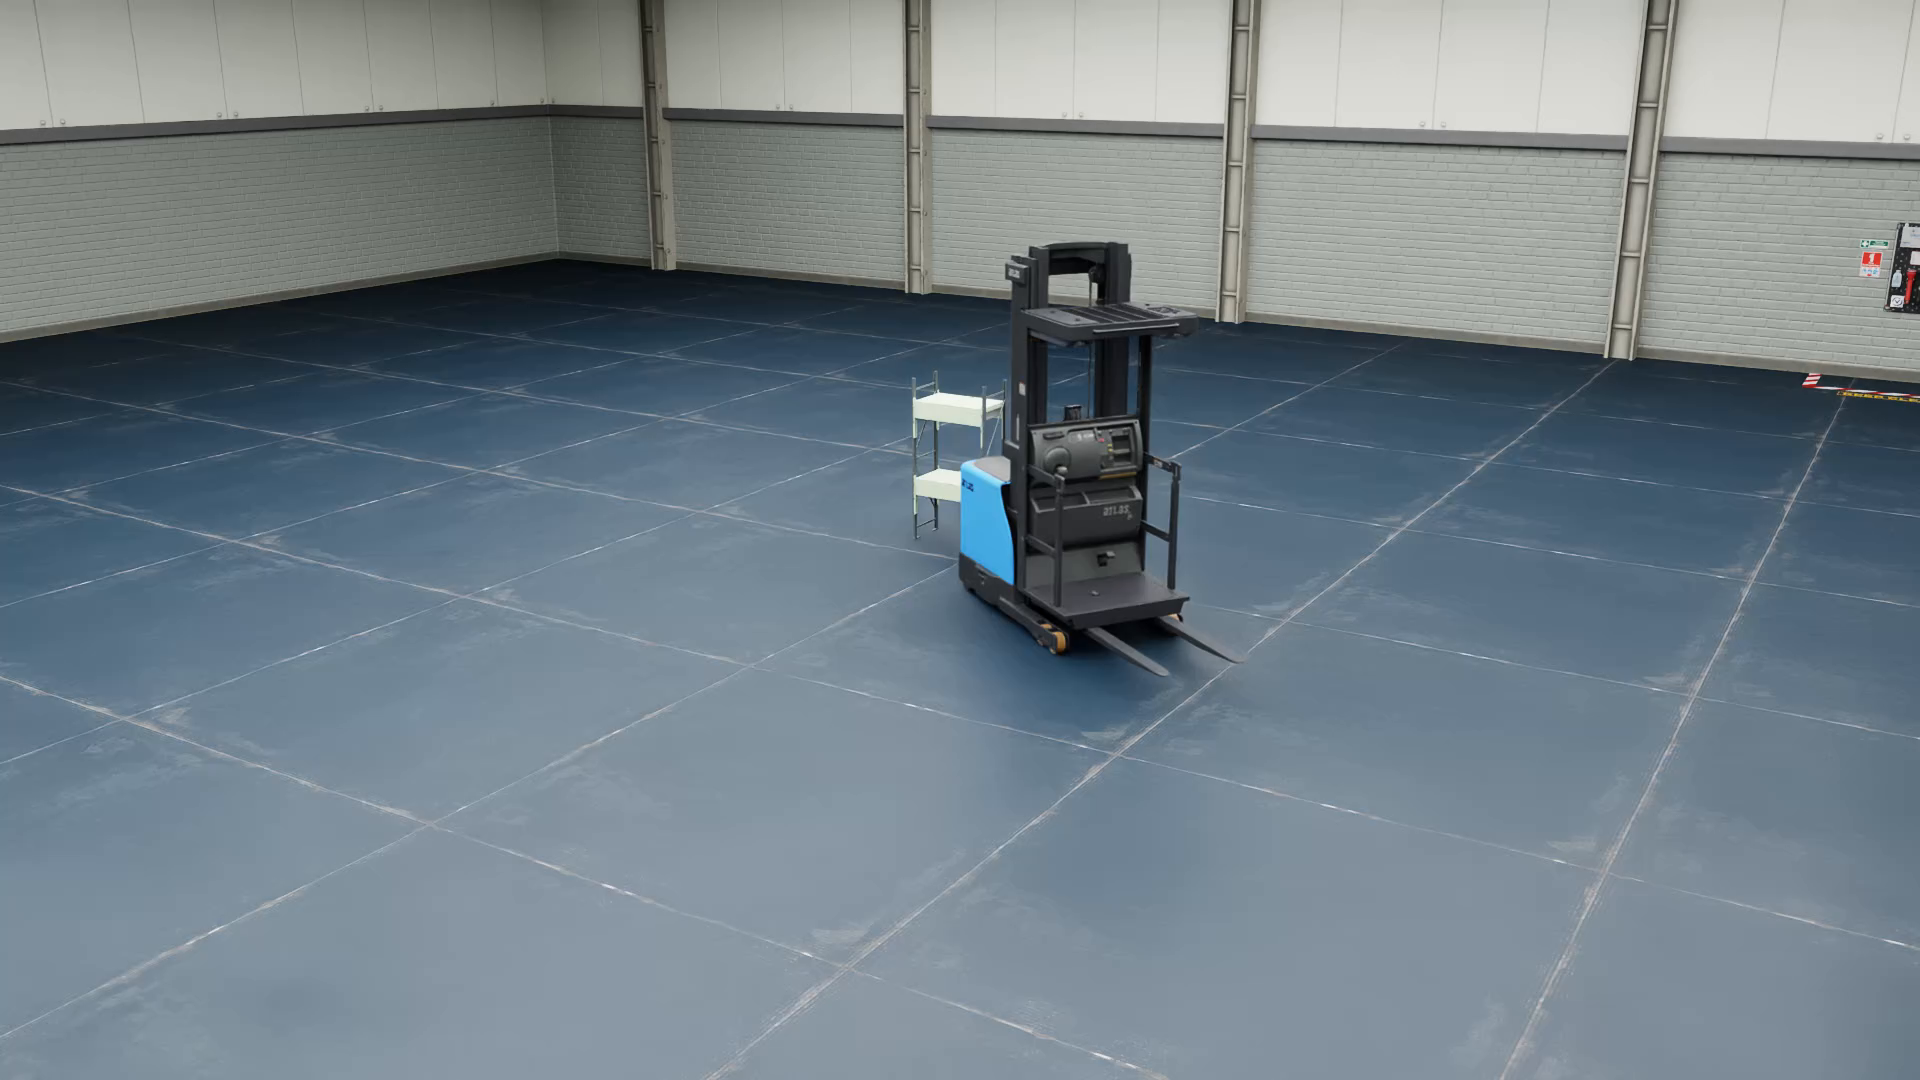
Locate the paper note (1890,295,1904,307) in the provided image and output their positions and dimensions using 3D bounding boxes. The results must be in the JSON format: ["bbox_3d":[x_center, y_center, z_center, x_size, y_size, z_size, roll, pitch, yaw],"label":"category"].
[{"bbox_3d":[12.398,-3.156,21.995,0.142,0.148,0.016,10,20,30],"label":"paper note"}]

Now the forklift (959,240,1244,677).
[{"bbox_3d":[1.063,-0.695,12.495,1.130,2.935,3.031,-8,18,-24],"label":"forklift"}]

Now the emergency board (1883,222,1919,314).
[{"bbox_3d":[12.513,-3.534,21.722,0.643,1.169,0.194,10,20,30],"label":"emergency board"}]

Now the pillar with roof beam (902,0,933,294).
[{"bbox_3d":[-2.993,-7.690,25.085,0.400,9.000,9.100,10,20,30],"label":"pillar with roof beam"}]

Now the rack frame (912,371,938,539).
[{"bbox_3d":[-0.318,-0.774,15.219,0.023,1.500,0.400,10,20,30],"label":"rack frame"}]

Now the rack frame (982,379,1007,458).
[{"bbox_3d":[0.306,-0.663,14.852,0.023,1.500,0.400,10,20,30],"label":"rack frame"}]

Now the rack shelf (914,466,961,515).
[{"bbox_3d":[-0.006,-0.407,15.130,0.720,0.370,0.431,10,20,30],"label":"rack shelf"}]

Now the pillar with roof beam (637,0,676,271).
[{"bbox_3d":[-8.106,-8.603,28.089,0.400,9.000,9.100,10,20,30],"label":"pillar with roof beam"}]

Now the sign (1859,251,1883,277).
[{"bbox_3d":[12.095,-3.660,22.078,0.234,0.329,0.001,10,20,30],"label":"sign"}]

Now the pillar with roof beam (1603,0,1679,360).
[{"bbox_3d":[7.233,-5.865,19.076,0.400,9.000,9.100,10,20,30],"label":"pillar with roof beam"}]

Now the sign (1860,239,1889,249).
[{"bbox_3d":[12.095,-3.911,21.991,0.331,0.109,0.001,10,20,30],"label":"sign"}]

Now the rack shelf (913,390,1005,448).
[{"bbox_3d":[-0.006,-1.092,14.922,0.720,0.370,0.431,10,20,30],"label":"rack shelf"}]

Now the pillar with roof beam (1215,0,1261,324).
[{"bbox_3d":[2.120,-6.778,22.080,0.400,9.000,9.100,10,20,30],"label":"pillar with roof beam"}]

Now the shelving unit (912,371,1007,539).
[{"bbox_3d":[-0.006,-0.719,15.035,0.755,1.500,0.431,10,20,30],"label":"shelving unit"}]
